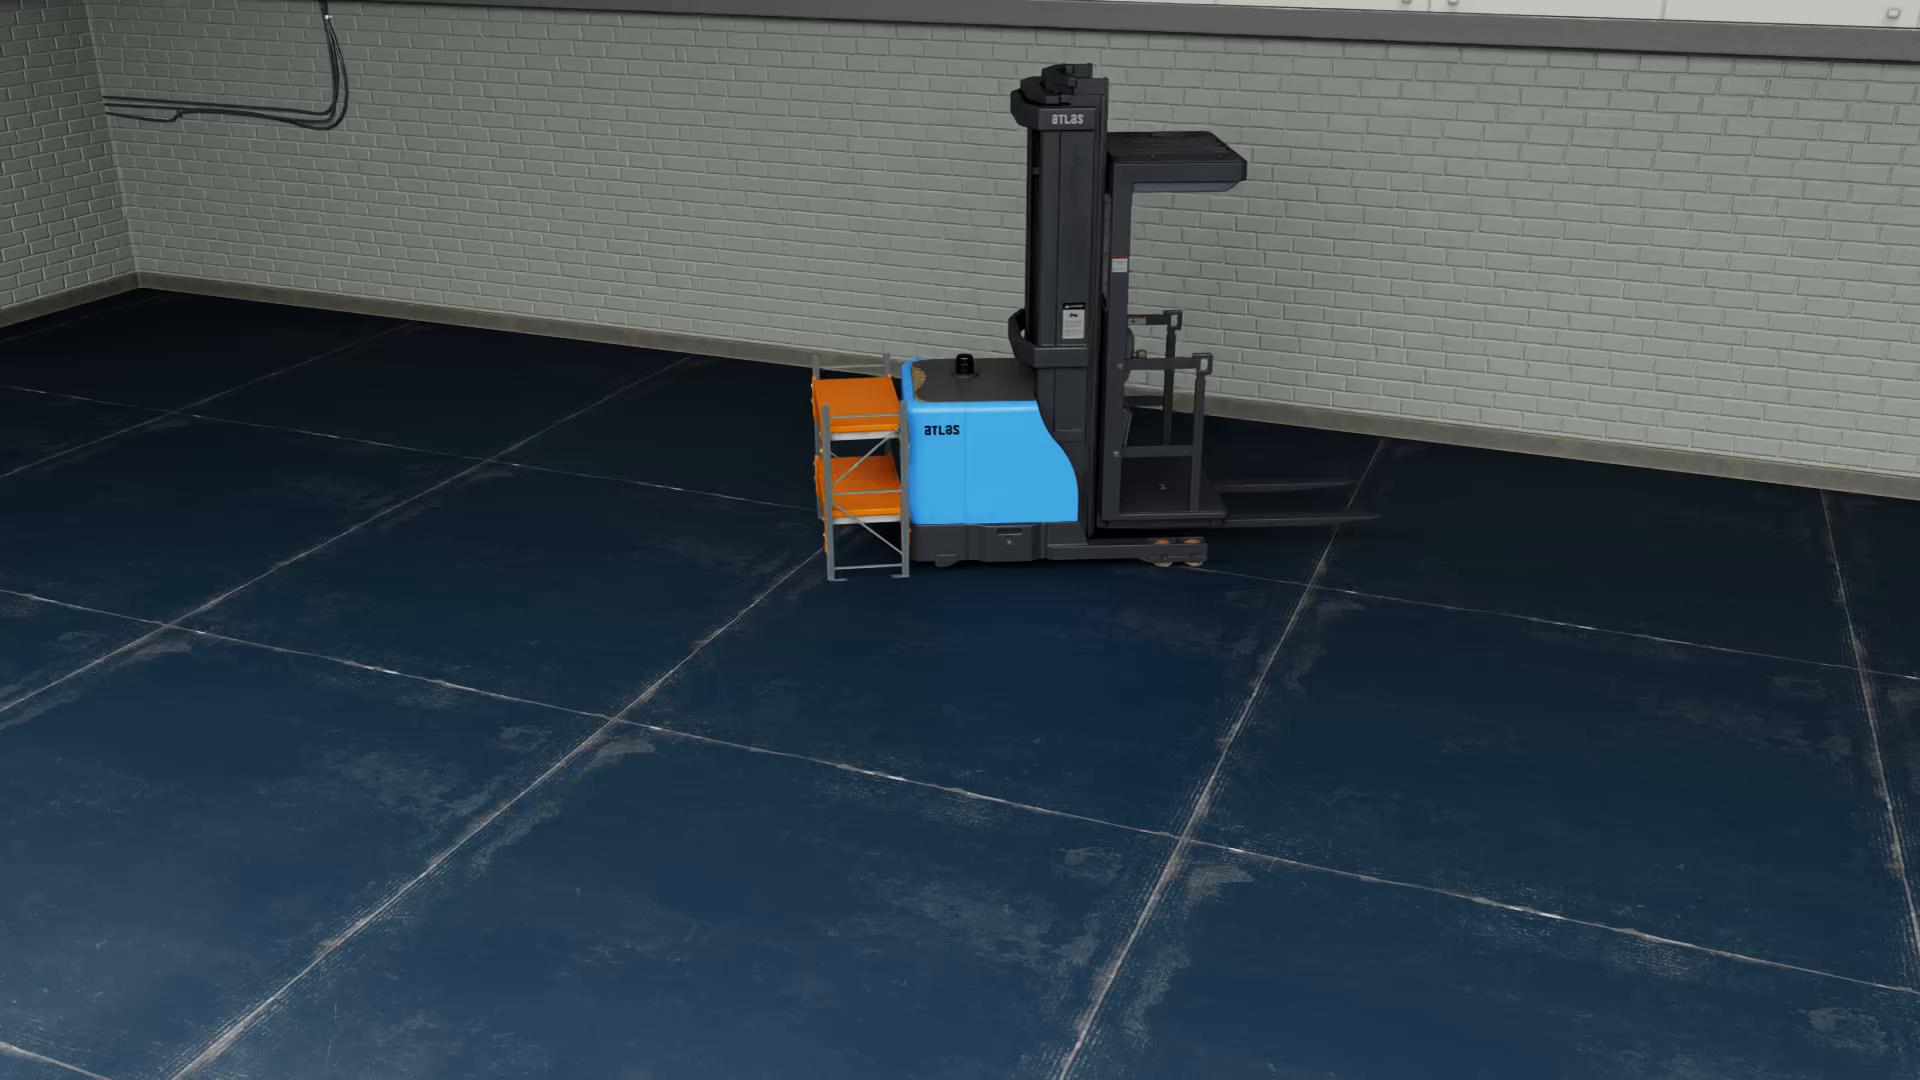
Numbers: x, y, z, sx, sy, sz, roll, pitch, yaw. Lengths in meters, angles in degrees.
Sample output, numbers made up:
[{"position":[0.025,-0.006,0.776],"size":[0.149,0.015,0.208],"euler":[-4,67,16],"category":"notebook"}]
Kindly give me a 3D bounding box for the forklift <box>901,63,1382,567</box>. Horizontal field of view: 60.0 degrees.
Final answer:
[{"position":[1.144,-1.388,10.269],"size":[3.031,2.935,1.130],"euler":[-1,23,-3],"category":"forklift"}]

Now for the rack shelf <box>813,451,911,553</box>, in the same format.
[{"position":[-0.630,-0.253,10.531],"size":[0.538,0.278,1.000],"euler":[-3,23,-7],"category":"rack shelf"}]

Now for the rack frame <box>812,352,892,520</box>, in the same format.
[{"position":[-0.700,-0.673,10.902],"size":[0.500,1.125,0.032],"euler":[-3,23,-7],"category":"rack frame"}]

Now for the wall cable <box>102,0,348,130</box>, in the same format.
[{"position":[-6.995,-5.071,15.244],"size":[3.097,2.526,0.112],"euler":[9,24,20],"category":"wall cable"}]

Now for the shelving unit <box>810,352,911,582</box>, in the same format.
[{"position":[-0.630,-0.479,10.437],"size":[0.538,1.125,1.048],"euler":[-3,23,-7],"category":"shelving unit"}]

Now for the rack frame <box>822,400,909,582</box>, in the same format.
[{"position":[-0.561,-0.285,9.972],"size":[0.500,1.125,0.032],"euler":[-3,23,-7],"category":"rack frame"}]

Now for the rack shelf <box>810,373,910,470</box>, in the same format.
[{"position":[-0.630,-0.749,10.324],"size":[0.538,0.278,1.000],"euler":[-3,23,-7],"category":"rack shelf"}]
